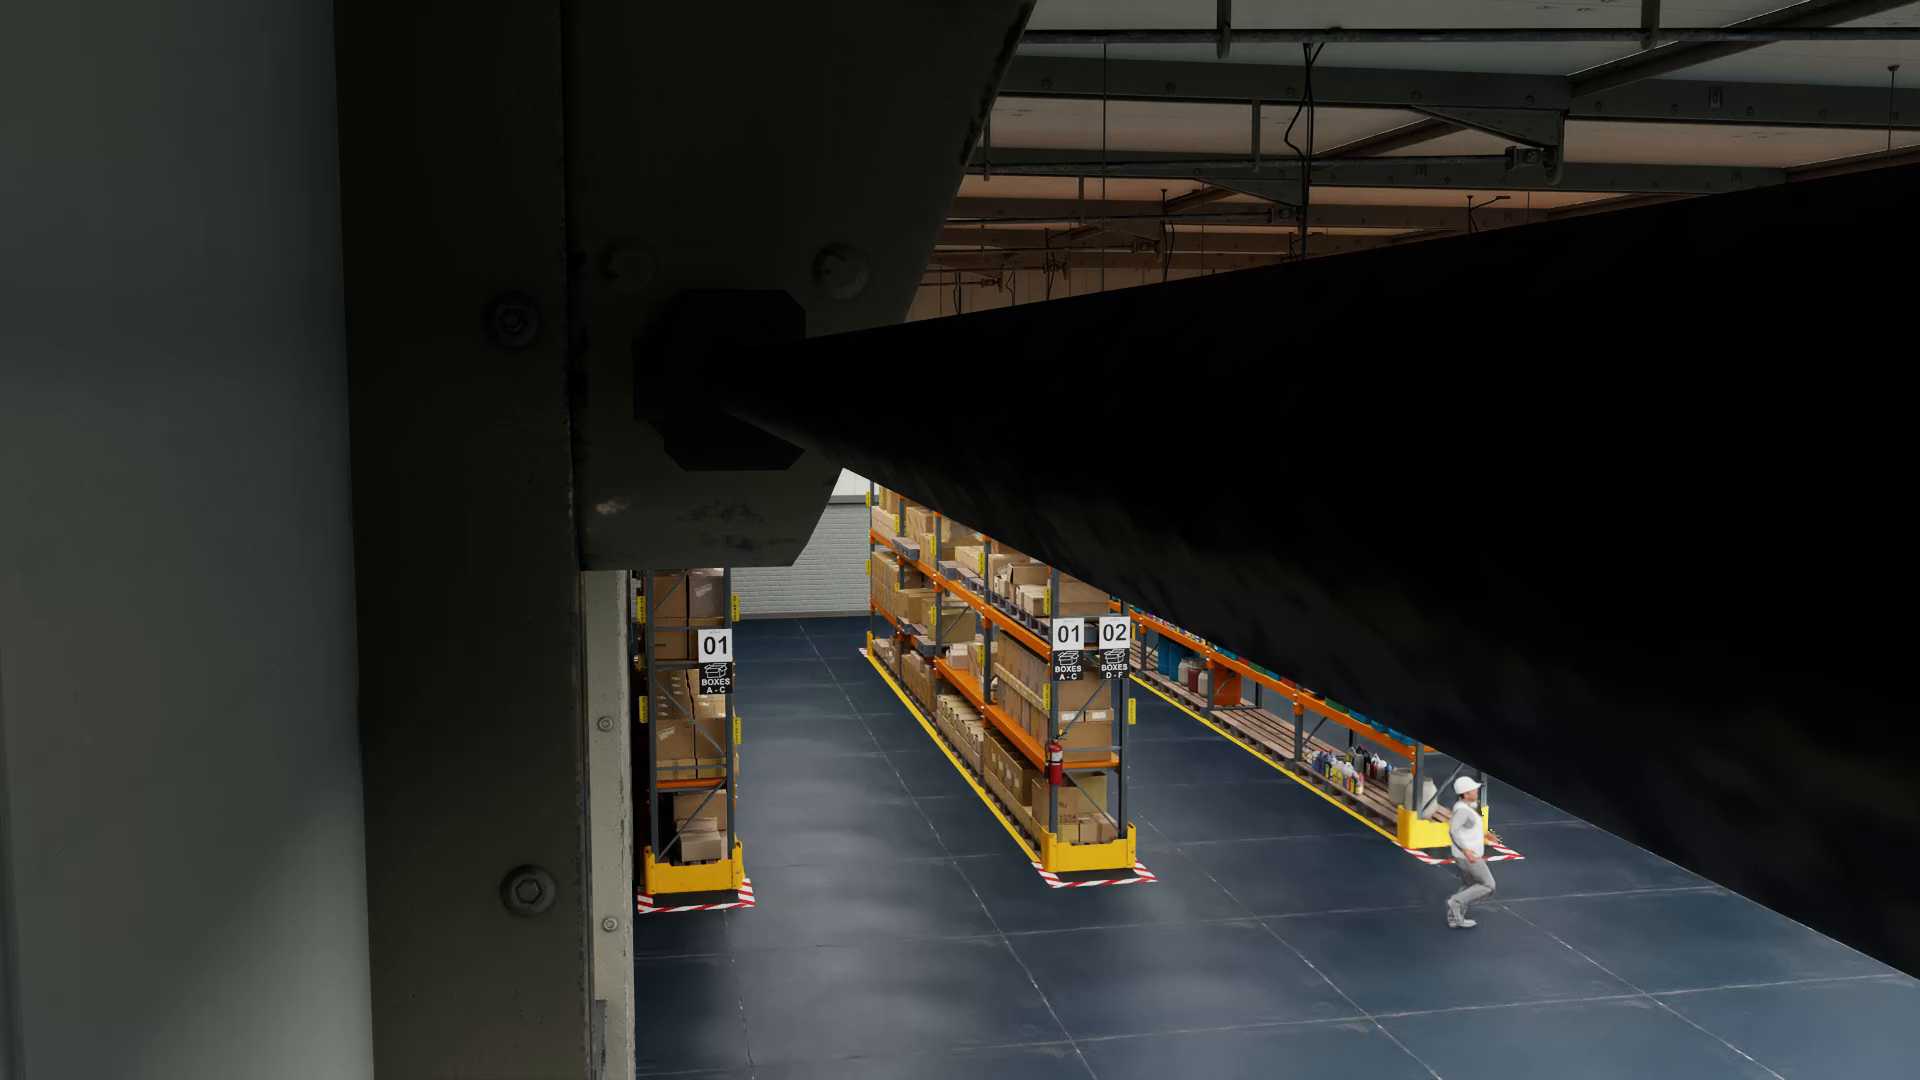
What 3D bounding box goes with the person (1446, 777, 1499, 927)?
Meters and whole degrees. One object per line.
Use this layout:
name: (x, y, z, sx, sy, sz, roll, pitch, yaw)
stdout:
person: (5.766, 3.523, 18.702, 0.572, 1.734, 0.656, 1, 6, 12)
